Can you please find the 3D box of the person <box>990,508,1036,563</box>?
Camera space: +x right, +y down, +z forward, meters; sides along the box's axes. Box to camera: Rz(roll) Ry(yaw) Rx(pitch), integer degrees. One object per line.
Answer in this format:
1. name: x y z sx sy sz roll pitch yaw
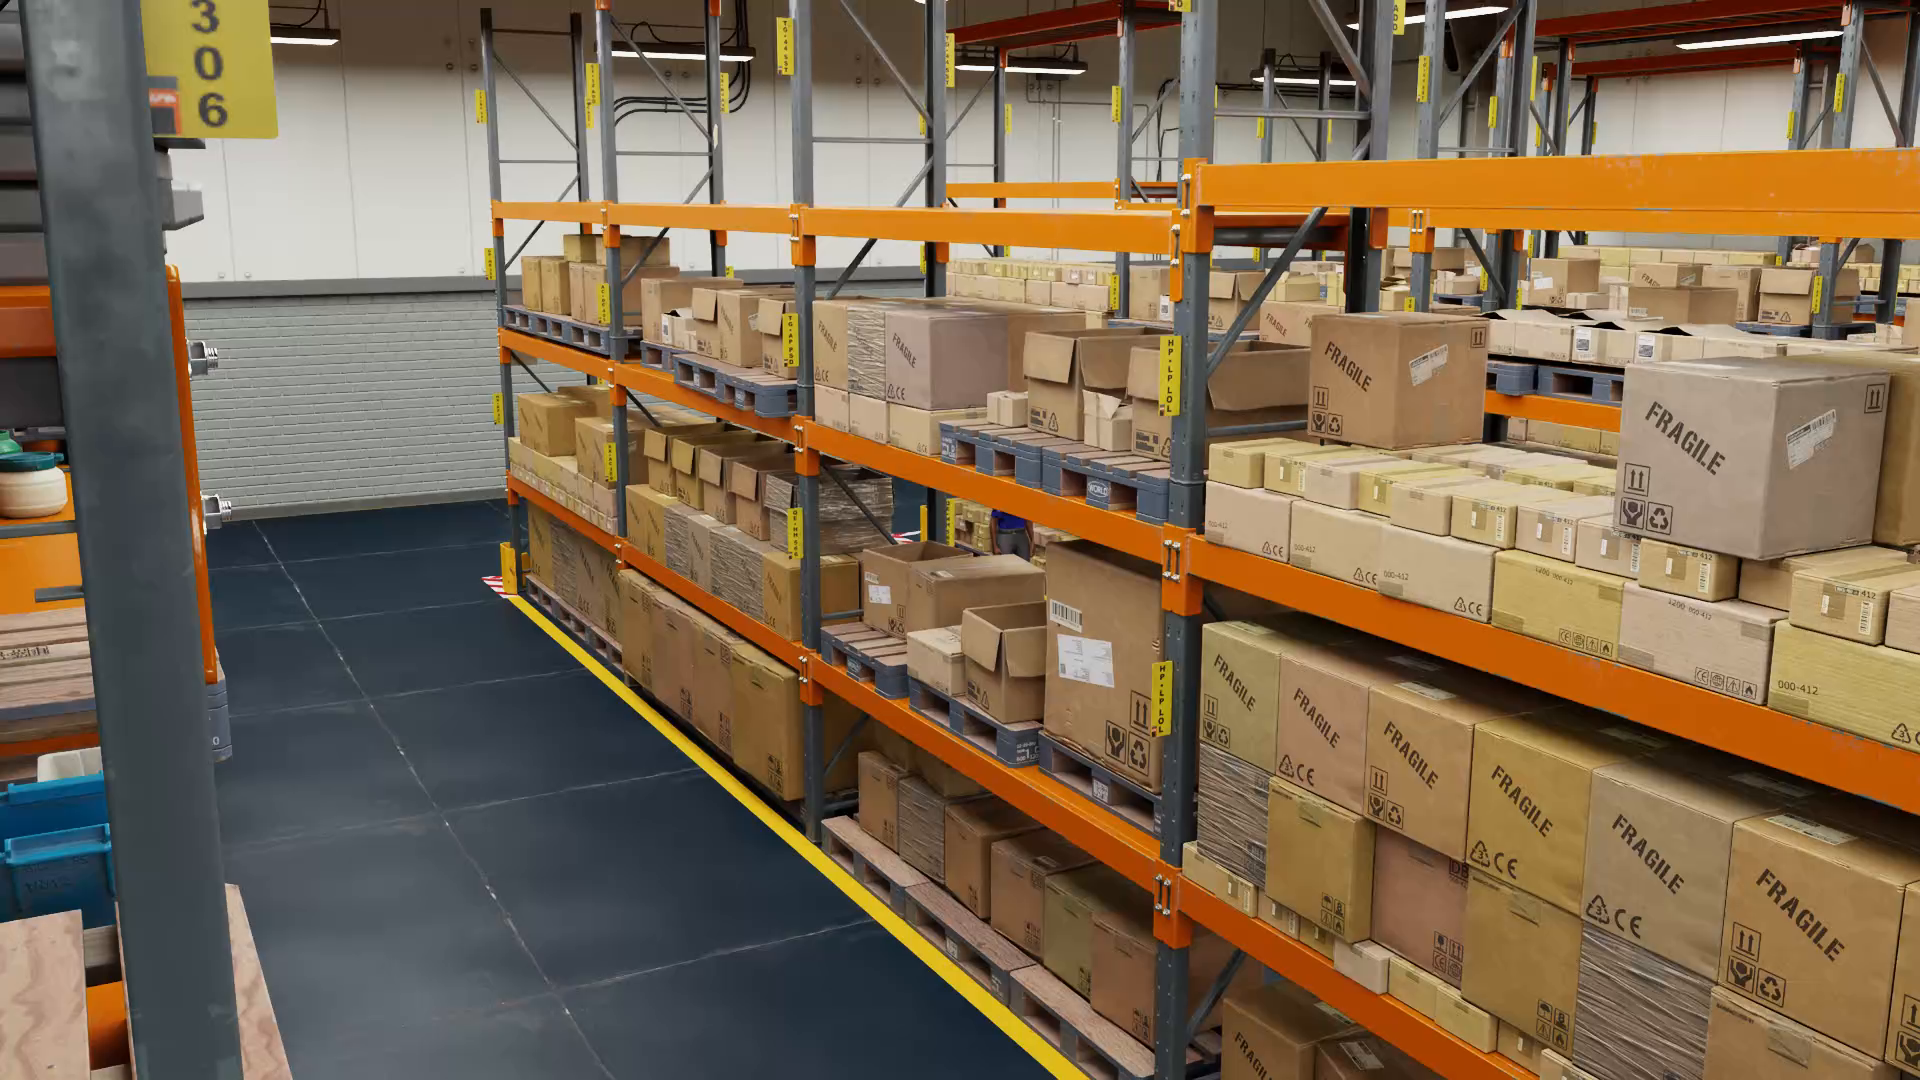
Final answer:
1. person: 0.508 0.054 16.210 0.521 1.654 0.352 -7 14 -31
